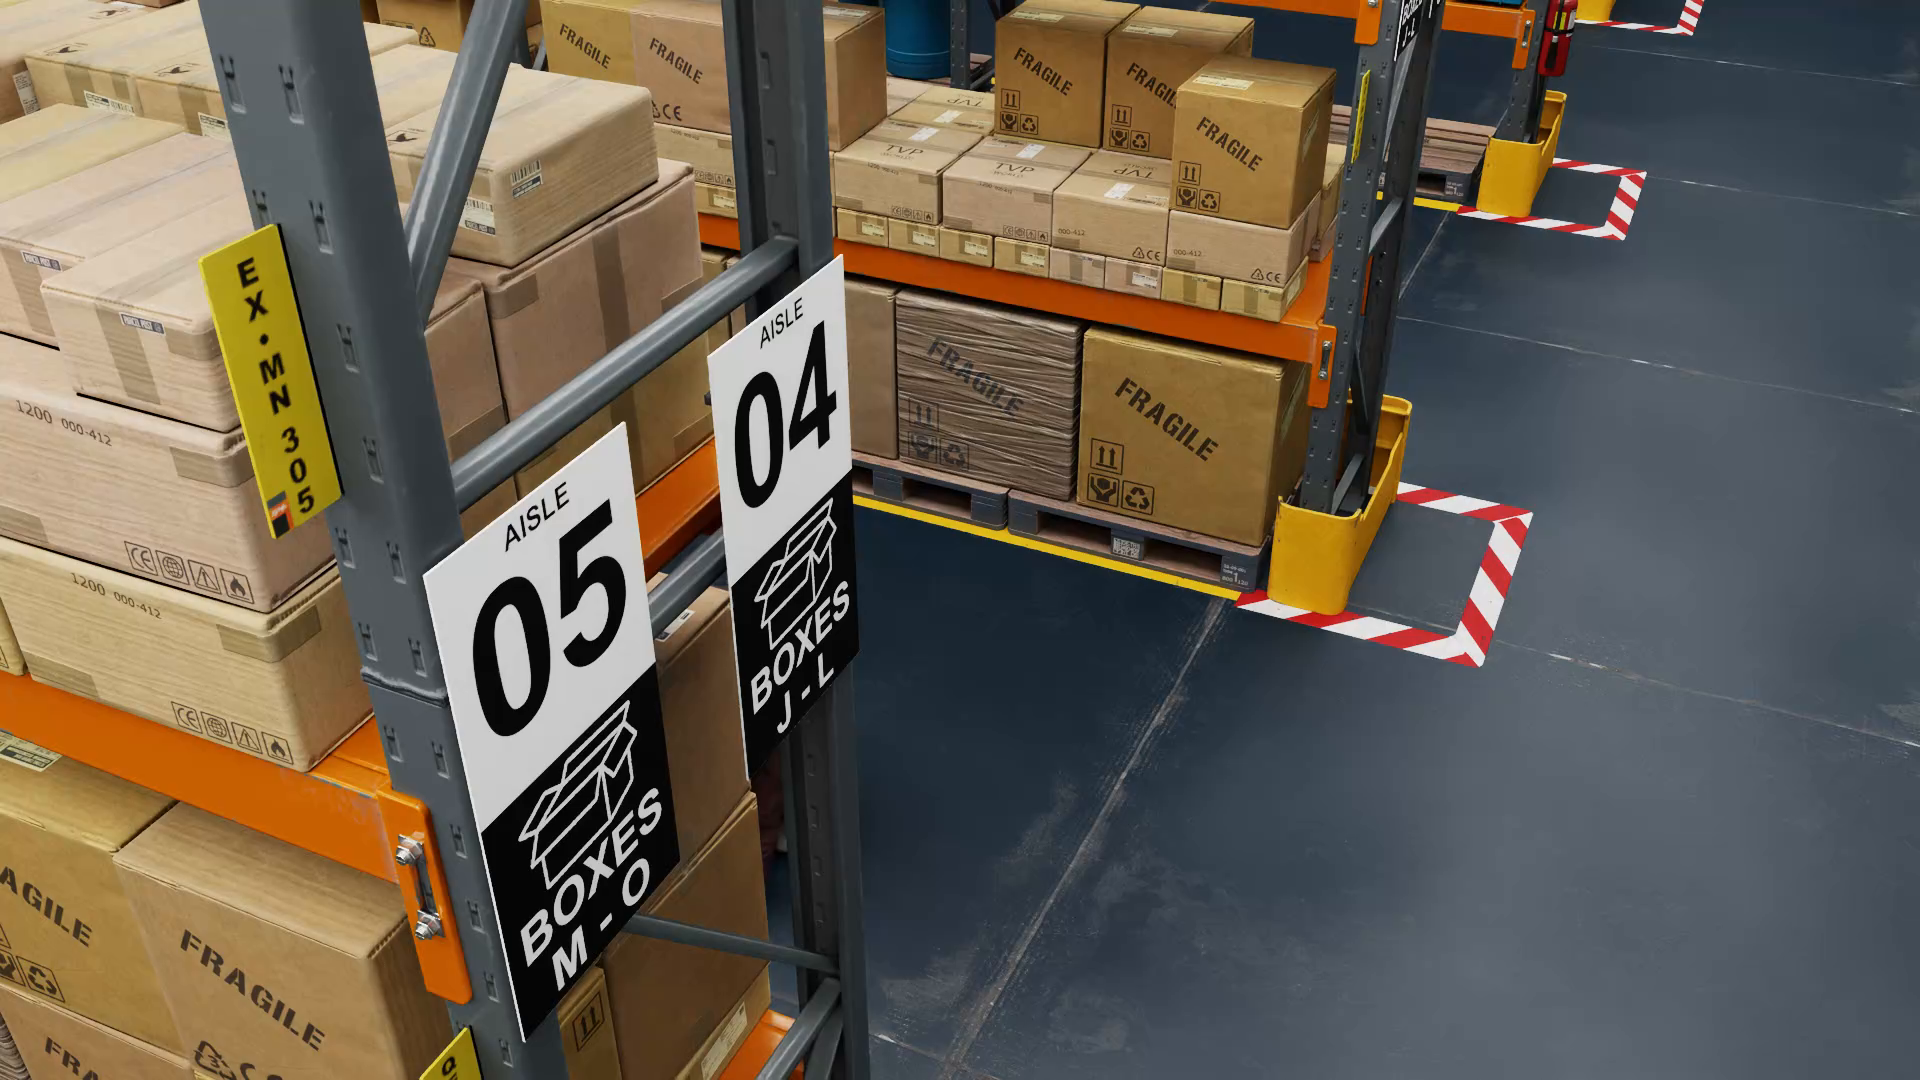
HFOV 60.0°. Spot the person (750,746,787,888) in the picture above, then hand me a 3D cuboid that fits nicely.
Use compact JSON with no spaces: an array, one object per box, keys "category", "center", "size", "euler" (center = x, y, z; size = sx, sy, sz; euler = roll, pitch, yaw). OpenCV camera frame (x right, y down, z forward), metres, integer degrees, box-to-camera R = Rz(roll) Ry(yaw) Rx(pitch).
[{"category":"person","center":[-0.749,0.749,5.905],"size":[0.572,0.838,0.947],"euler":[13,36,19]}]
